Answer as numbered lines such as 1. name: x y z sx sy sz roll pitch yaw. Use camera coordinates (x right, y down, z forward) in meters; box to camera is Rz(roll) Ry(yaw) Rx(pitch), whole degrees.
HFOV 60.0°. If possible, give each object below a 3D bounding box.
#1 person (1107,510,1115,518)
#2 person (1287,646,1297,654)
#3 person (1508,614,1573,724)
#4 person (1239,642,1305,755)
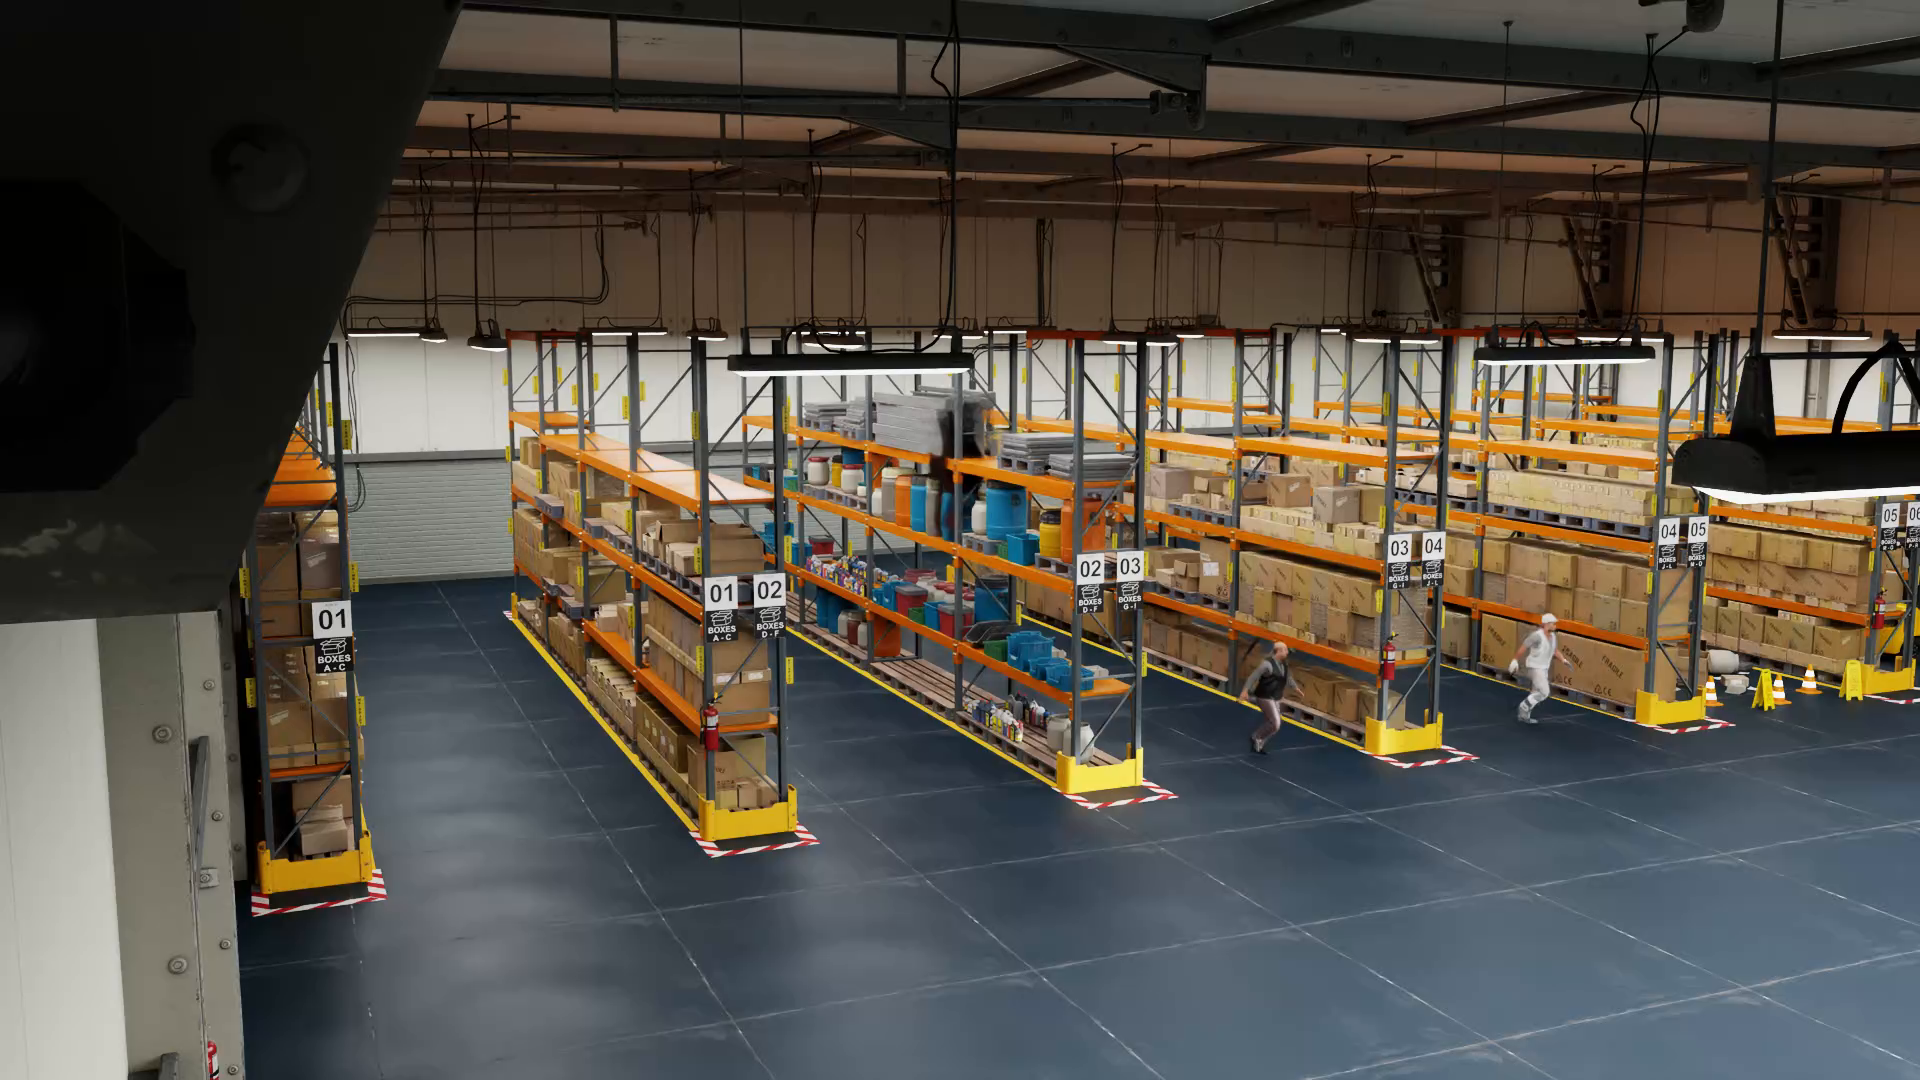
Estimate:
1. person: 3.649 -0.004 40.734 0.618 1.690 0.768 2 8 15
2. person: 6.299 1.228 31.166 0.654 1.789 0.723 -6 10 -38
3. person: 8.967 1.990 25.605 0.649 1.743 0.817 -7 10 -42
4. person: 4.469 2.260 23.667 0.776 1.662 0.667 7 10 41
